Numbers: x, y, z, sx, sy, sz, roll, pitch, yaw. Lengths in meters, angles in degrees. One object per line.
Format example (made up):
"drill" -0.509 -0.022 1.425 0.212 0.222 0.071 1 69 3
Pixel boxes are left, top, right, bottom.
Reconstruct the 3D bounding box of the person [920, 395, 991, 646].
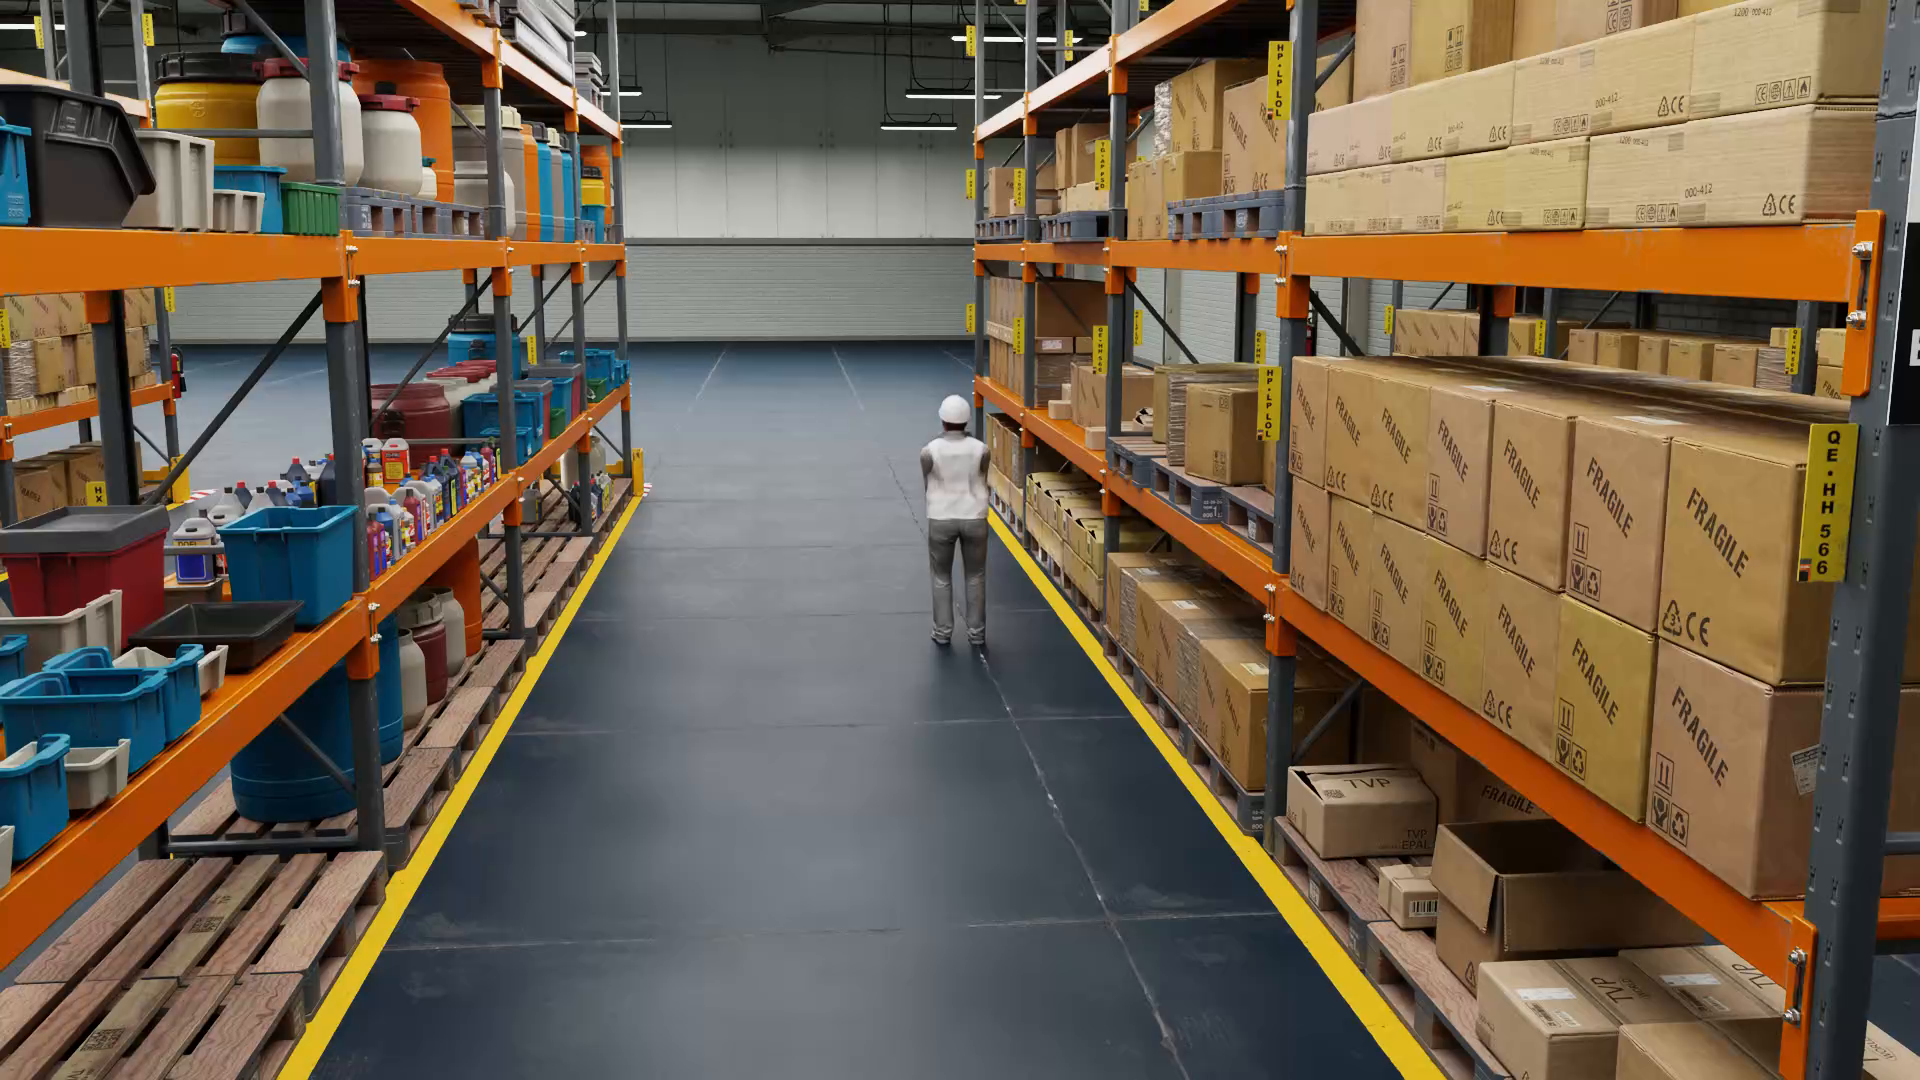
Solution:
"person" -0.041 -0.154 11.728 0.494 1.763 0.549 -1 10 -4
